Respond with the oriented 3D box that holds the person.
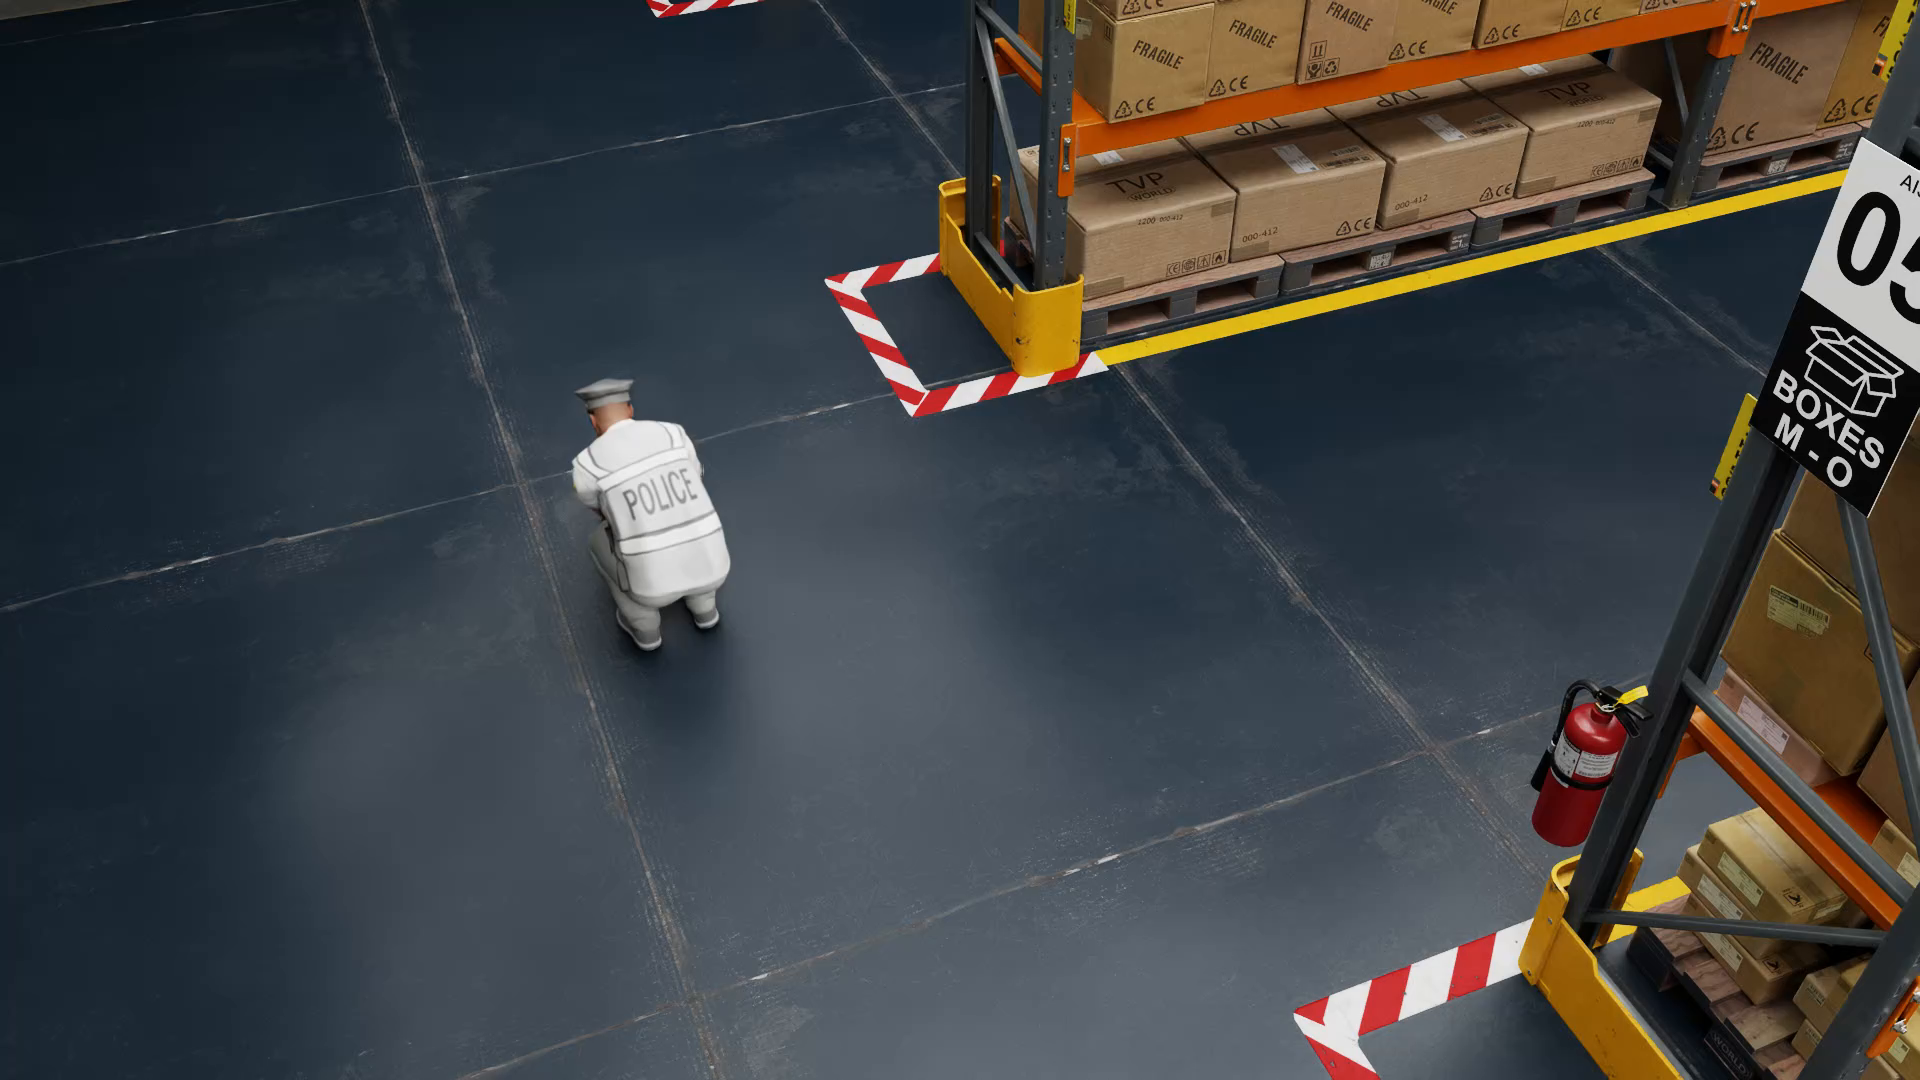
[{"bbox_3d":[-1.281,-0.114,6.852,0.536,1.016,0.903,-16,44,-17],"label":"person"}]
